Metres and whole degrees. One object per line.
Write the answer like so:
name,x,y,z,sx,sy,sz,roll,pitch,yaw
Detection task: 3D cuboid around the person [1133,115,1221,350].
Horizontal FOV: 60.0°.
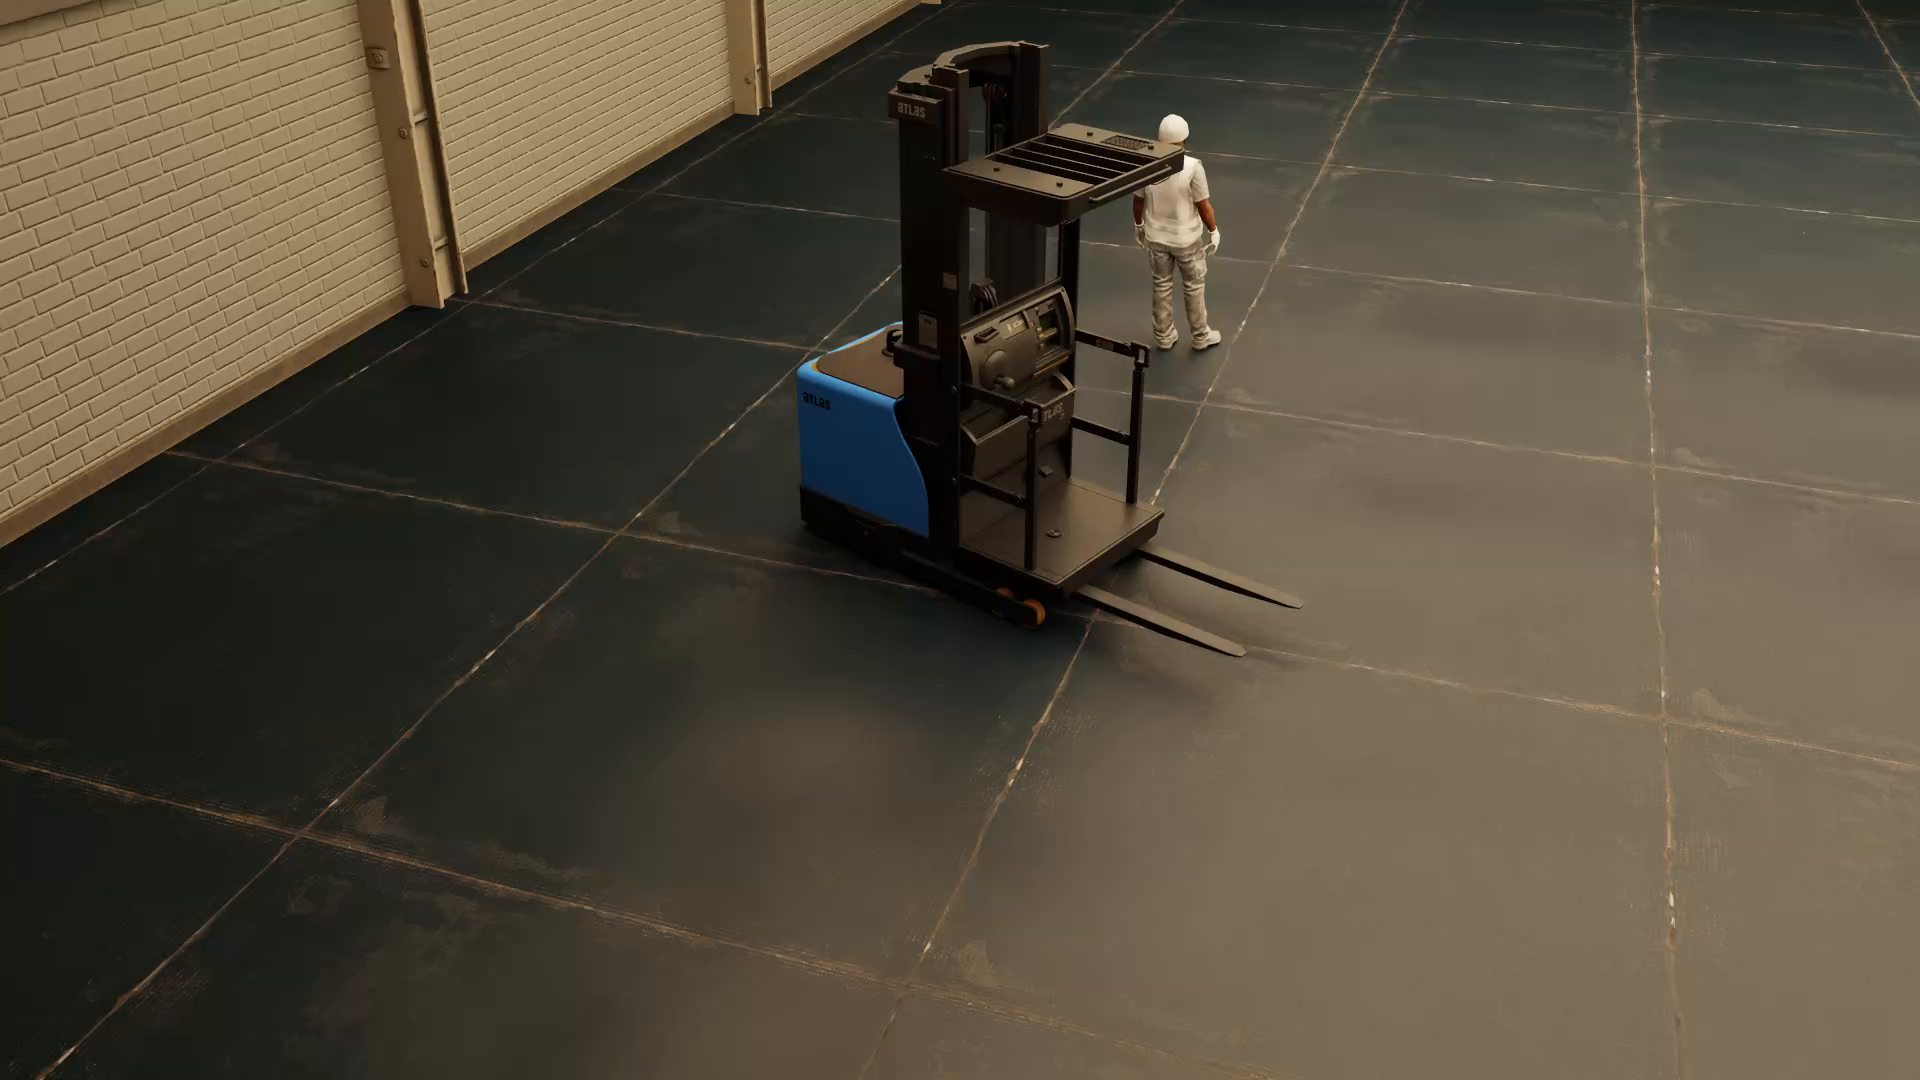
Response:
person,1.613,-2.271,12.265,0.657,1.785,0.575,16,33,25

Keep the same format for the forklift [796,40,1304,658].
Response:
forklift,0.488,-1.077,9.025,3.031,2.935,1.130,22,36,33
